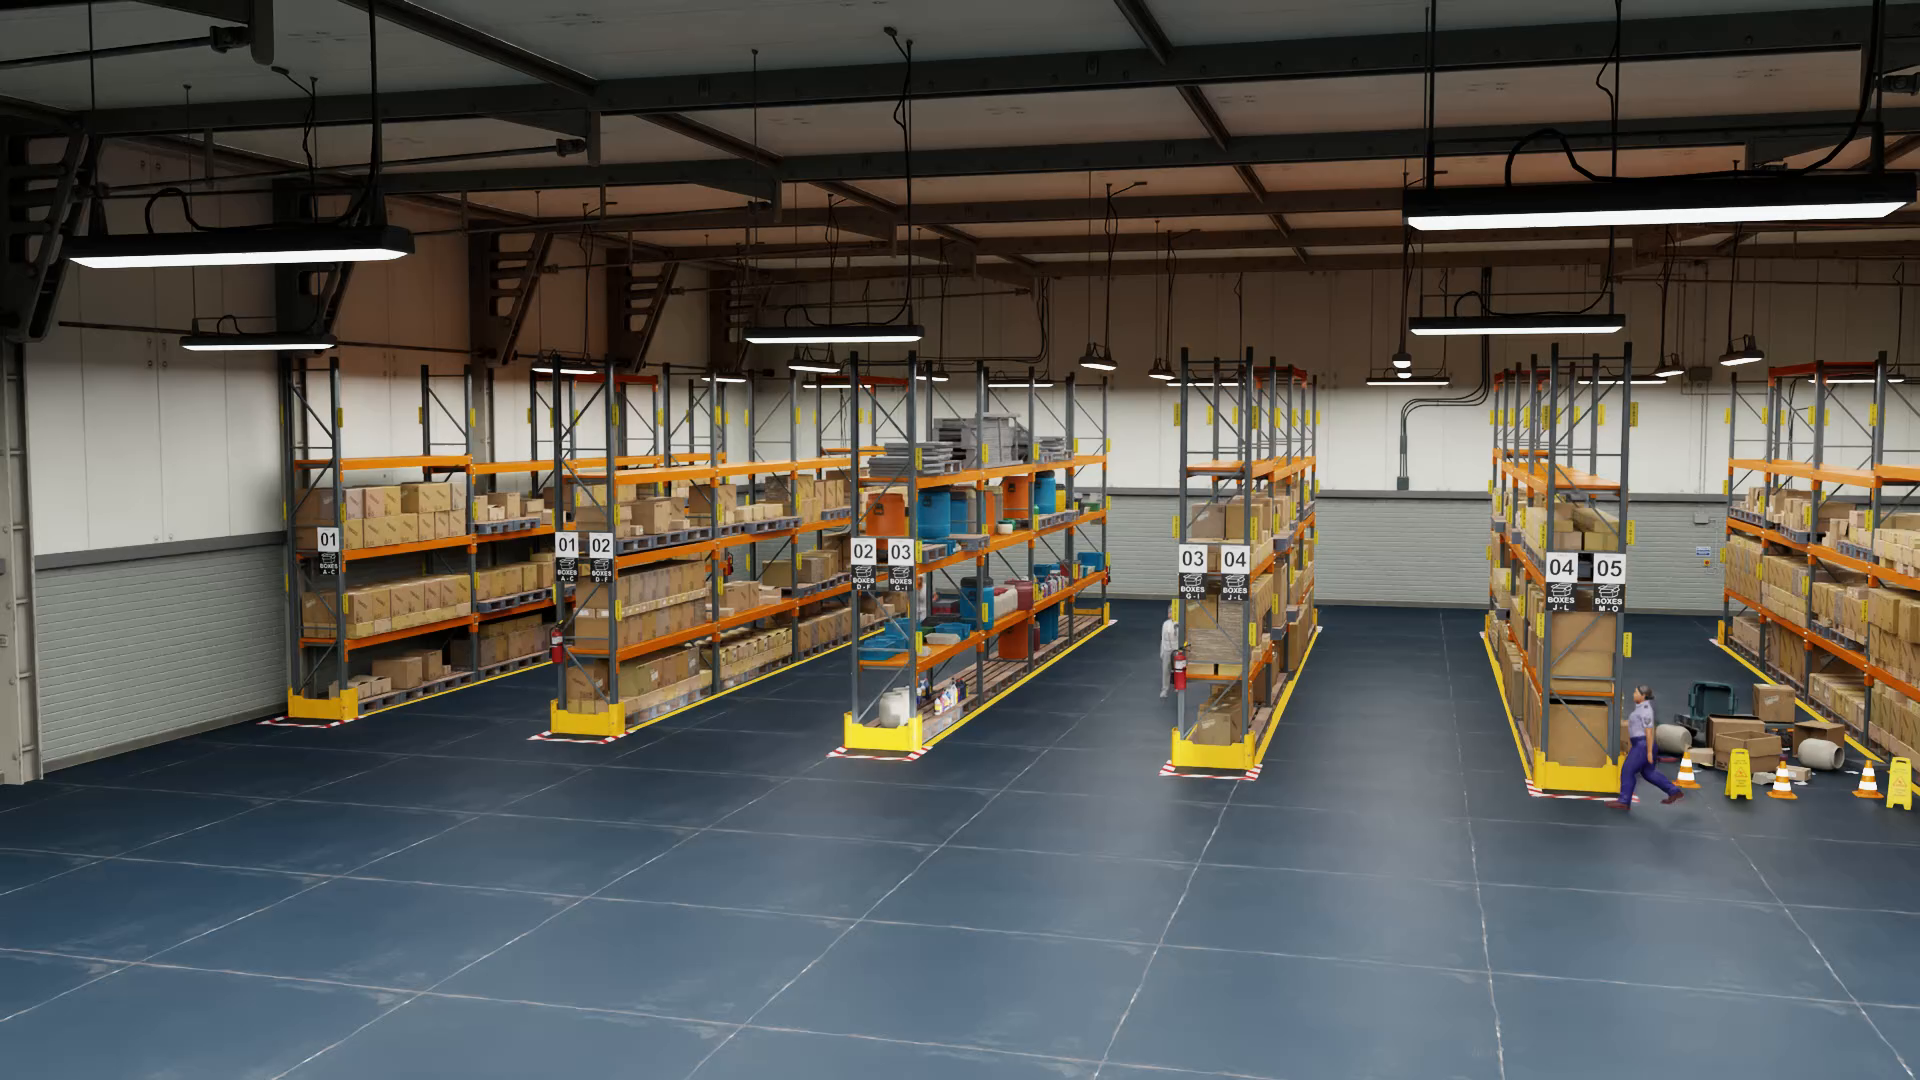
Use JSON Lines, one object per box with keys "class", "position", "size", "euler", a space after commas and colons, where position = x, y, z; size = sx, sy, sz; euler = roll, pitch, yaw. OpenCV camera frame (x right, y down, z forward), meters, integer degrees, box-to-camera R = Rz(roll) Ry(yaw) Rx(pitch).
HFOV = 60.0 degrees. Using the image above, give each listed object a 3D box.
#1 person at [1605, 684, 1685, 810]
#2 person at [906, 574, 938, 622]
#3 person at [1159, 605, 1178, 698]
{"class": "person", "position": [8.742, 2.636, 21.167], "size": [0.962, 1.603, 0.481], "euler": [1, 4, 16]}
{"class": "person", "position": [-0.833, 1.523, 36.023], "size": [0.669, 1.685, 0.627], "euler": [2, 5, 23]}
{"class": "person", "position": [3.826, 1.976, 29.838], "size": [0.487, 1.623, 1.031], "euler": [1, 4, 17]}
